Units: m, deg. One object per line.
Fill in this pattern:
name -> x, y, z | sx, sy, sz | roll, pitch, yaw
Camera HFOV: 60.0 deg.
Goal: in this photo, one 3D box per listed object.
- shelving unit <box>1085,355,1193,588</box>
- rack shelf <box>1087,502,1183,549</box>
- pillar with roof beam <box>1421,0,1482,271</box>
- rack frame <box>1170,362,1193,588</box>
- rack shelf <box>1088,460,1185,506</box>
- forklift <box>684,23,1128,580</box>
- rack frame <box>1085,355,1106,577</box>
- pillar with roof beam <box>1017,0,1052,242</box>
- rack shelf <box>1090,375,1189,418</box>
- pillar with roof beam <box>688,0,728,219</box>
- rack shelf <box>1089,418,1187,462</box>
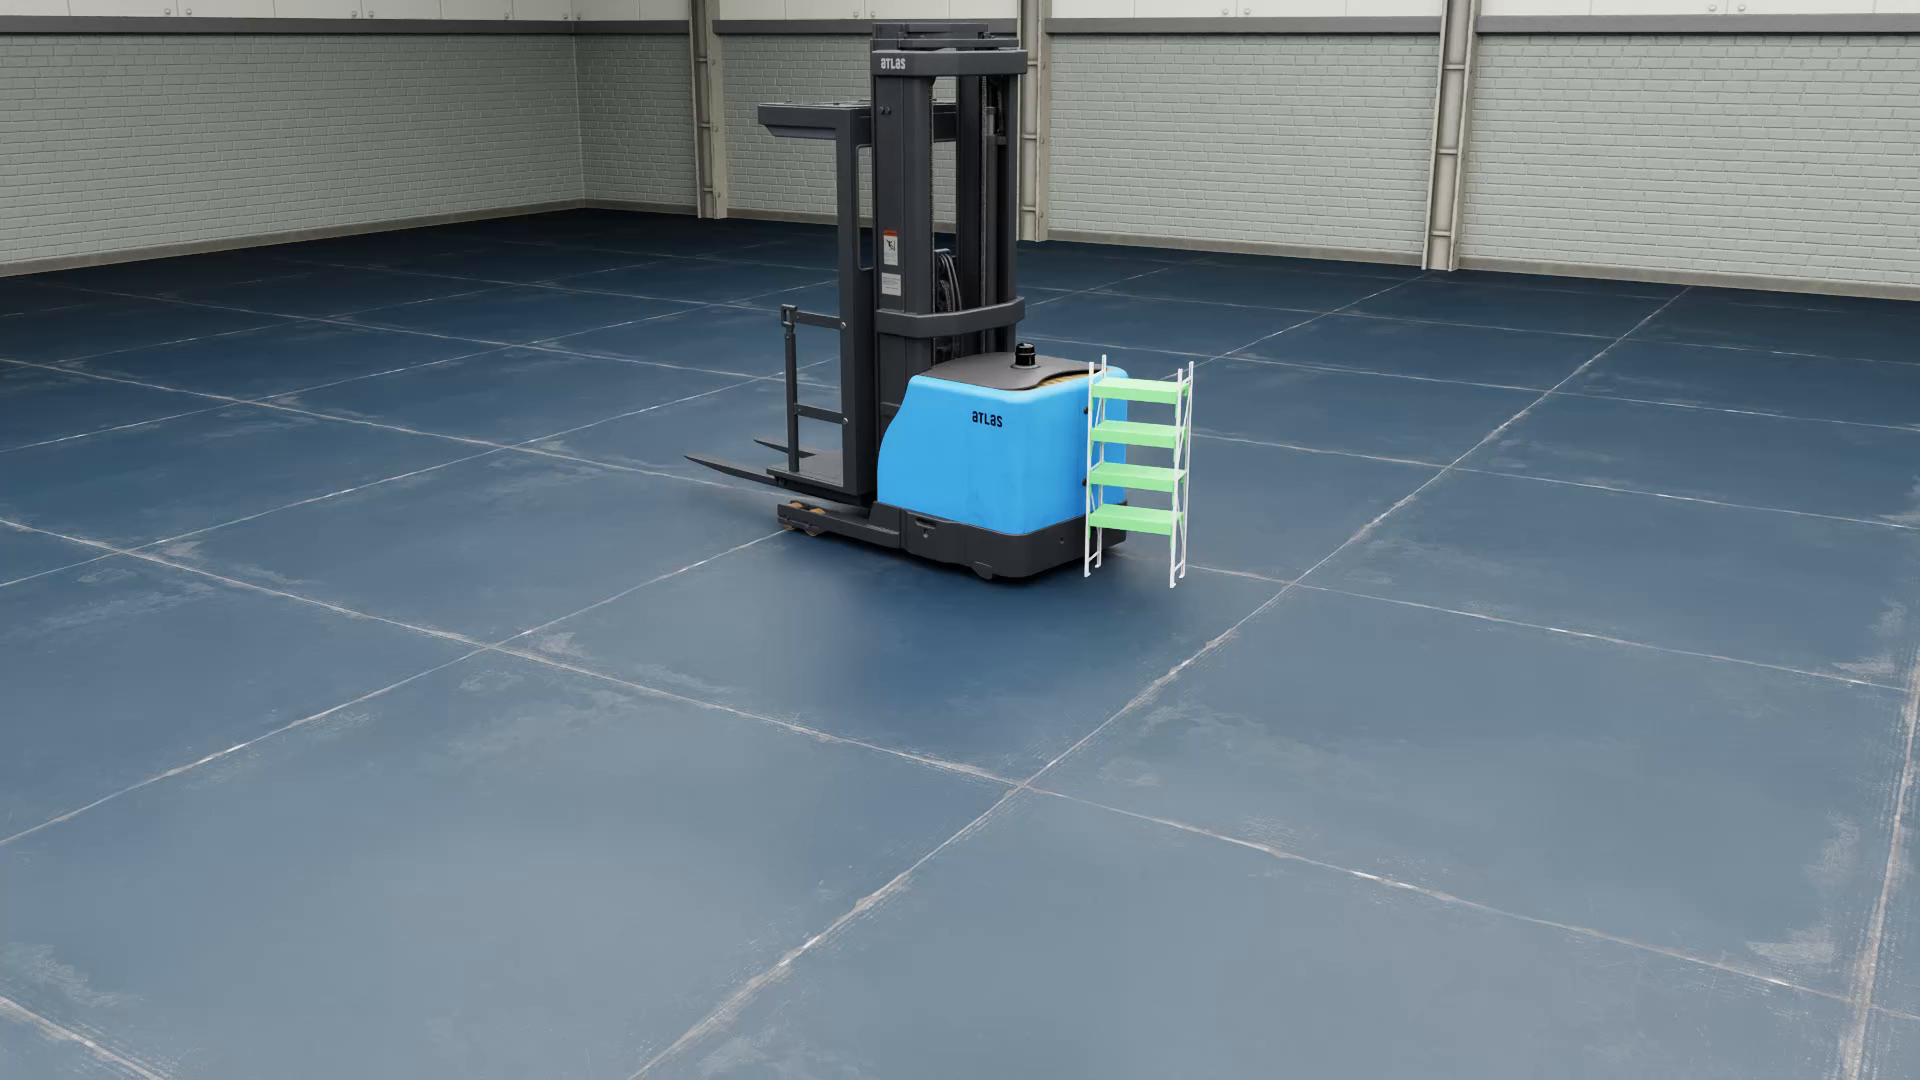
shelving unit -> 0.969, -0.375, 9.050 | 0.503, 1.200, 0.258 | 7, 18, 22
rack shelf -> 0.969, -0.084, 9.139 | 0.480, 0.148, 0.258 | 7, 18, 22
pillar with roof beam -> 3.909, -6.722, 16.528 | 0.400, 9.000, 9.100 | 10, 20, 30
rack frame -> 1.194, -0.347, 8.960 | 0.015, 1.200, 0.240 | 7, 18, 22
rack shelf -> 0.969, -0.314, 9.069 | 0.480, 0.148, 0.258 | 7, 18, 22
forklift -> -0.469, -1.525, 9.858 | 3.031, 2.935, 1.130 | 15, 22, 40
rack frame -> 0.744, -0.402, 9.141 | 0.015, 1.200, 0.240 | 7, 18, 22
pillar with roof beam -> -1.203, -7.635, 19.532 | 0.400, 9.000, 9.100 | 10, 20, 30
rack shelf -> 0.969, -0.773, 8.929 | 0.480, 0.148, 0.258 | 7, 18, 22
pillar with roof beam -> -6.316, -8.547, 22.537 | 0.400, 9.000, 9.100 | 10, 20, 30
rack shelf -> 0.969, -0.543, 8.999 | 0.480, 0.148, 0.258 | 7, 18, 22
